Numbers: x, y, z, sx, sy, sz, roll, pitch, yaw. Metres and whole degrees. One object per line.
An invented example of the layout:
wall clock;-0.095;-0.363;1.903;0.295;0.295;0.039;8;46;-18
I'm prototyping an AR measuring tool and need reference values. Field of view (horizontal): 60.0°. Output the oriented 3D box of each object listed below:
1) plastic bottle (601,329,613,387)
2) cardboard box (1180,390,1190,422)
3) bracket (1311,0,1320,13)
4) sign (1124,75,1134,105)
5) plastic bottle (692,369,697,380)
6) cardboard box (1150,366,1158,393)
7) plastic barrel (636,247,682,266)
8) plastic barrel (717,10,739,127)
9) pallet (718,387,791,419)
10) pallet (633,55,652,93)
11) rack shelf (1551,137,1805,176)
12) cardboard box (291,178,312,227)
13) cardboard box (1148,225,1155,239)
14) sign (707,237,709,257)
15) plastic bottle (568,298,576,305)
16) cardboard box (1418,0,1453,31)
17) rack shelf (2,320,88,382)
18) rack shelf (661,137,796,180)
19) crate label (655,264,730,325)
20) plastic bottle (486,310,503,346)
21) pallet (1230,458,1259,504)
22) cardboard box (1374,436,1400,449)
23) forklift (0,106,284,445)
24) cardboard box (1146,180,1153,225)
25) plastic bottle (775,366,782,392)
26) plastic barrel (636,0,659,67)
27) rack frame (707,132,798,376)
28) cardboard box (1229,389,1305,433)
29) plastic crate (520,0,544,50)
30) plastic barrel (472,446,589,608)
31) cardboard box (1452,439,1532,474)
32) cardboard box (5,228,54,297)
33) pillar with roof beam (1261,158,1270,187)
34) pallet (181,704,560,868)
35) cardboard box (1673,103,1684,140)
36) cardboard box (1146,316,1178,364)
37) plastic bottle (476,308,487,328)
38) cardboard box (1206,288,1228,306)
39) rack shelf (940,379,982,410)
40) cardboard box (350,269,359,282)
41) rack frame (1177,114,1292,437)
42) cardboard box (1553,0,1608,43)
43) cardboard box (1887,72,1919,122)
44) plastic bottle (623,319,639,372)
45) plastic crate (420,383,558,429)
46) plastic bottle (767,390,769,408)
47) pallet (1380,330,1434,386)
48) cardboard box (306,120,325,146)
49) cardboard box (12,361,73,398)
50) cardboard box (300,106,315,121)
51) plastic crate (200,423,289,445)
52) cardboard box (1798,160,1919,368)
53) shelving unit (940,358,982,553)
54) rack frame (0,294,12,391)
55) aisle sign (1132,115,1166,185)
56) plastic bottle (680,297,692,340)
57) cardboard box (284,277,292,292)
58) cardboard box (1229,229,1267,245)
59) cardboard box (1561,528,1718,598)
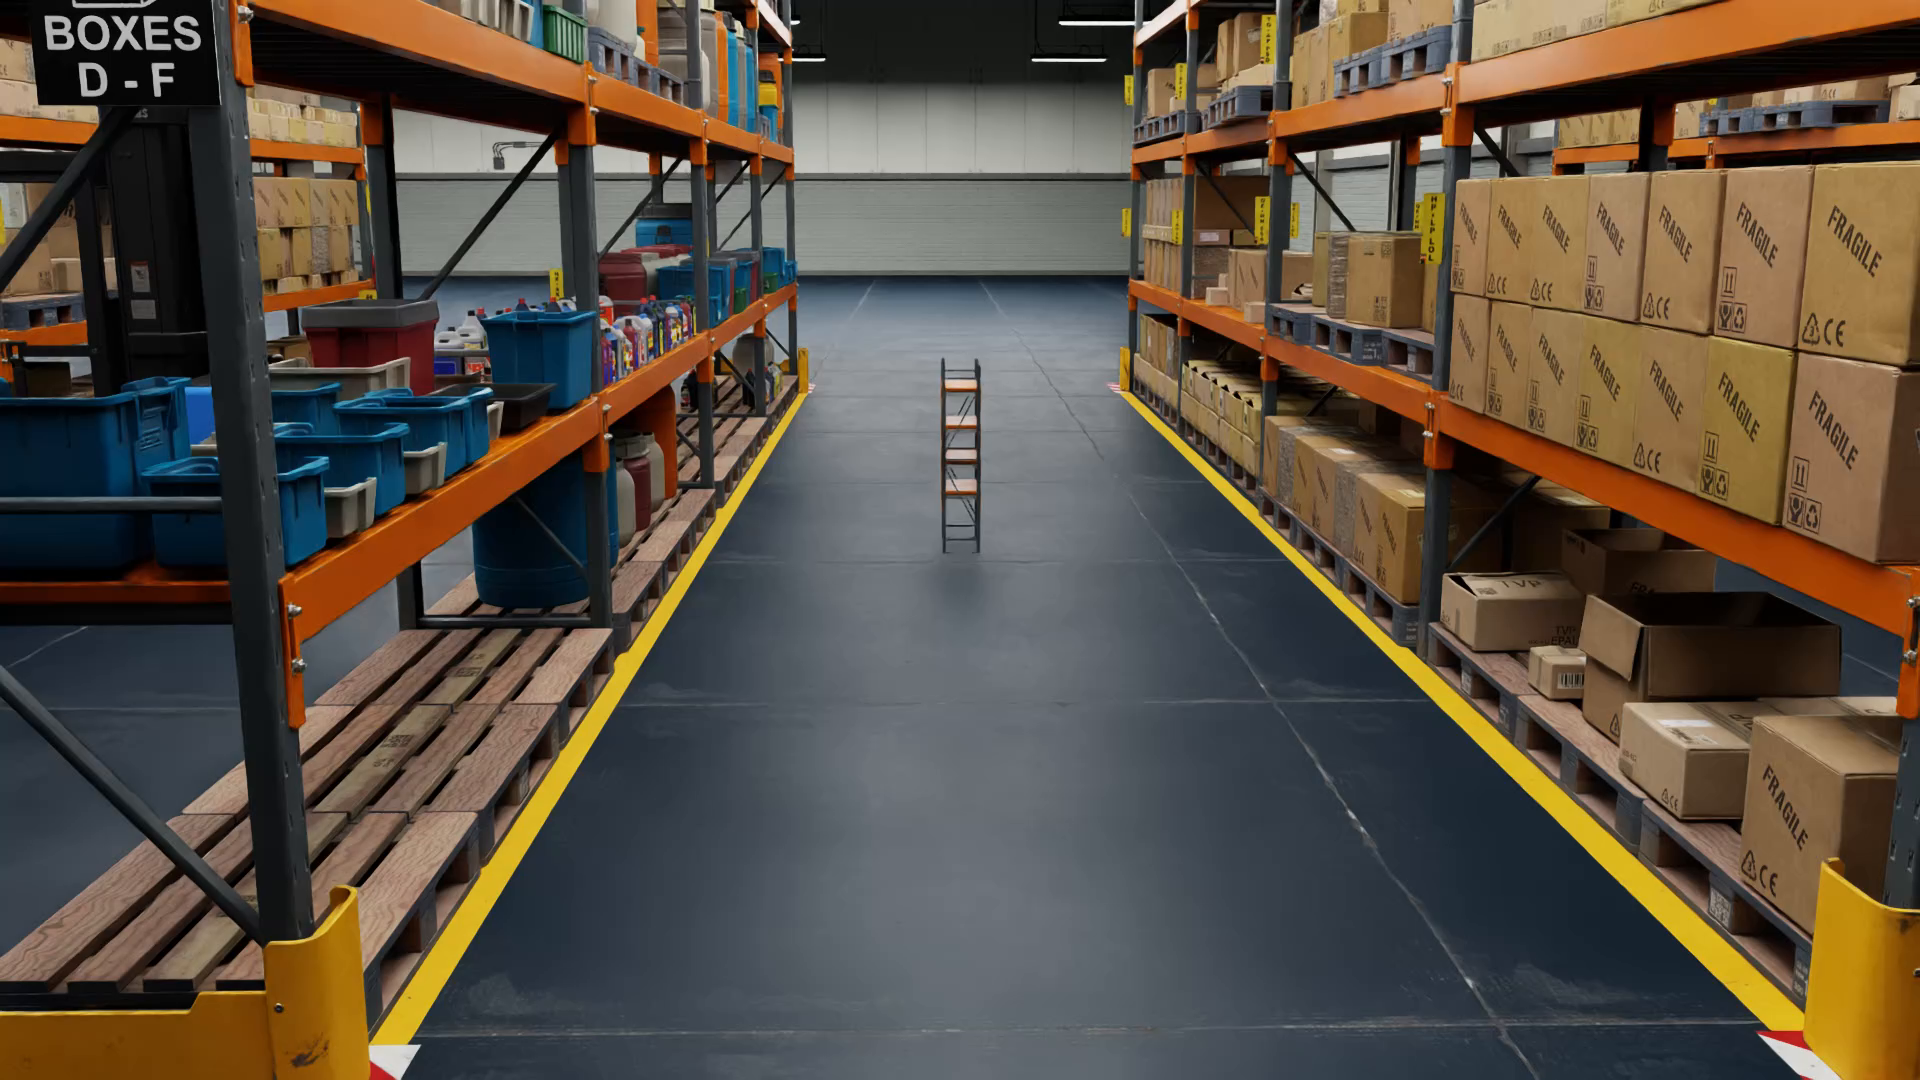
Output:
plastic bottle;-1.776;-0.912;8.302;0.061;0.283;0.133;0;11;-1
cardboard box;2.356;-1.255;15.559;0.500;0.250;0.500;-1;11;-3
bracket;7.626;-11.357;35.351;0.235;0.232;0.430;0;11;-1
sign;1.957;-5.209;19.248;0.100;0.325;0.005;0;11;-1
plastic bottle;-2.663;-1.540;16.663;0.144;0.351;0.185;-1;11;-4
cardboard box;2.330;-1.725;17.878;0.500;0.250;0.500;0;11;-1
plastic barrel;-2.542;-2.188;13.956;0.433;0.535;0.433;0;11;0
plastic barrel;-2.103;-3.813;13.507;0.600;0.901;0.708;0;11;-1
pallet;-2.358;-1.468;17.765;1.003;0.211;1.213;0;11;-1
pallet;-2.332;-2.626;9.390;1.003;0.211;1.213;0;11;-1
rack shelf;7.506;-4.014;17.564;1.077;0.370;4.000;0;11;-1
cardboard box;-7.108;-3.511;17.307;0.500;0.500;0.500;0;11;-1
cardboard box;2.317;-3.459;18.680;0.380;0.149;0.250;0;11;-1
sign;-2.990;-3.387;19.515;0.100;0.325;0.005;0;11;-1
plastic bottle;-2.614;-1.489;11.179;0.097;0.271;0.097;0;11;0
cardboard box;2.787;-2.894;8.678;0.600;0.600;0.600;0;11;-2
rack shelf;-7.268;-1.688;13.642;1.077;0.370;4.000;0;11;-1
rack shelf;-2.399;-3.973;17.363;1.077;0.370;4.000;0;11;-1
crate label;-2.025;-1.879;12.687;0.502;0.435;0.616;0;11;-1
plastic bottle;-2.394;-1.026;8.694;0.144;0.351;0.185;0;11;-1
pallet;2.700;-0.480;12.893;1.003;0.211;1.213;0;11;-1
cardboard box;2.942;-0.385;10.594;0.500;0.500;0.500;-1;11;-3
forklift;-5.558;-1.427;10.719;3.031;2.935;1.130;0;11;-1
cardboard box;2.510;-3.854;18.998;0.700;0.500;0.500;0;11;-1
plastic bottle;-1.986;-1.720;17.739;0.152;0.276;0.135;0;11;-1
plastic barrel;-2.266;-3.436;10.772;0.600;0.830;0.708;0;11;-1
rack frame;-2.440;-3.253;19.550;1.000;3.000;0.127;0;11;-1
cardboard box;2.403;-1.022;13.001;0.500;0.311;0.500;0;11;-2
plastic crate;-1.854;-2.076;6.625;0.416;0.233;0.300;0;11;-1
plastic barrel;-2.186;-0.153;8.492;0.600;0.901;0.708;0;11;-1
cardboard box;2.973;-0.541;9.478;0.500;0.250;0.500;0;11;-1
cardboard box;-7.389;-2.115;12.632;0.700;0.500;0.500;1;12;7
pillar with roof beam;3.544;-10.851;41.914;9.100;9.000;0.548;0;11;-1
pallet;-2.110;0.888;6.151;1.003;0.211;1.213;0;11;-1
cardboard box;7.292;-4.227;16.507;0.500;0.500;0.500;-1;12;-6
cardboard box;2.336;-2.192;18.294;0.500;0.500;0.500;0;11;-1
plastic bottle;-2.542;-1.062;8.872;0.144;0.351;0.185;0;11;-1
cardboard box;2.409;-2.178;14.880;0.380;0.149;0.250;0;11;-1
rack shelf;0.003;-0.940;10.699;0.258;0.148;0.480;0;11;-1
cardboard box;-7.180;-3.054;19.199;0.380;0.149;0.250;0;11;-1
rack frame;2.595;-2.478;15.727;1.000;3.000;0.127;0;11;-1
cardboard box;2.538;-1.987;6.144;0.500;0.250;0.500;0;11;-1
cardboard box;7.696;-3.492;12.873;0.797;0.503;0.637;1;12;7
plastic bottle;-1.792;-1.062;9.042;0.061;0.283;0.133;0;11;-1
plastic crate;-1.900;-0.541;6.722;0.437;0.125;0.590;0;11;-1
plastic bottle;-1.930;-1.408;16.385;0.097;0.201;0.097;0;11;0
pallet;2.853;-0.953;8.693;1.003;0.211;1.213;0;11;-1
cardboard box;-7.113;-4.333;17.708;0.500;0.250;0.500;0;11;0
cardboard box;-7.292;-1.239;12.917;0.500;0.250;0.500;1;12;5
cardboard box;-7.055;-4.512;17.586;0.380;0.149;0.250;-1;11;-4
plastic crate;-2.354;-0.306;5.535;0.298;0.136;0.250;0;11;-1
cardboard box;2.559;-0.719;4.290;0.500;0.500;0.500;0;11;-2
shelving unit;0.003;-0.555;10.778;0.258;1.200;0.503;0;11;-1
rack frame;-7.227;-1.643;11.611;1.000;3.000;0.127;0;11;-1
aisle sign;2.205;-4.559;19.446;0.394;0.787;0.004;0;11;-1
plastic bottle;-1.835;-1.481;11.109;0.061;0.283;0.133;0;11;-1
cardboard box;-7.064;-2.607;16.996;0.380;0.149;0.250;0;11;-1
cardboard box;2.783;-2.899;15.920;0.380;0.149;0.250;0;11;-1
cardboard box;3.056;0.234;7.541;0.500;0.500;0.500;0;11;-1
